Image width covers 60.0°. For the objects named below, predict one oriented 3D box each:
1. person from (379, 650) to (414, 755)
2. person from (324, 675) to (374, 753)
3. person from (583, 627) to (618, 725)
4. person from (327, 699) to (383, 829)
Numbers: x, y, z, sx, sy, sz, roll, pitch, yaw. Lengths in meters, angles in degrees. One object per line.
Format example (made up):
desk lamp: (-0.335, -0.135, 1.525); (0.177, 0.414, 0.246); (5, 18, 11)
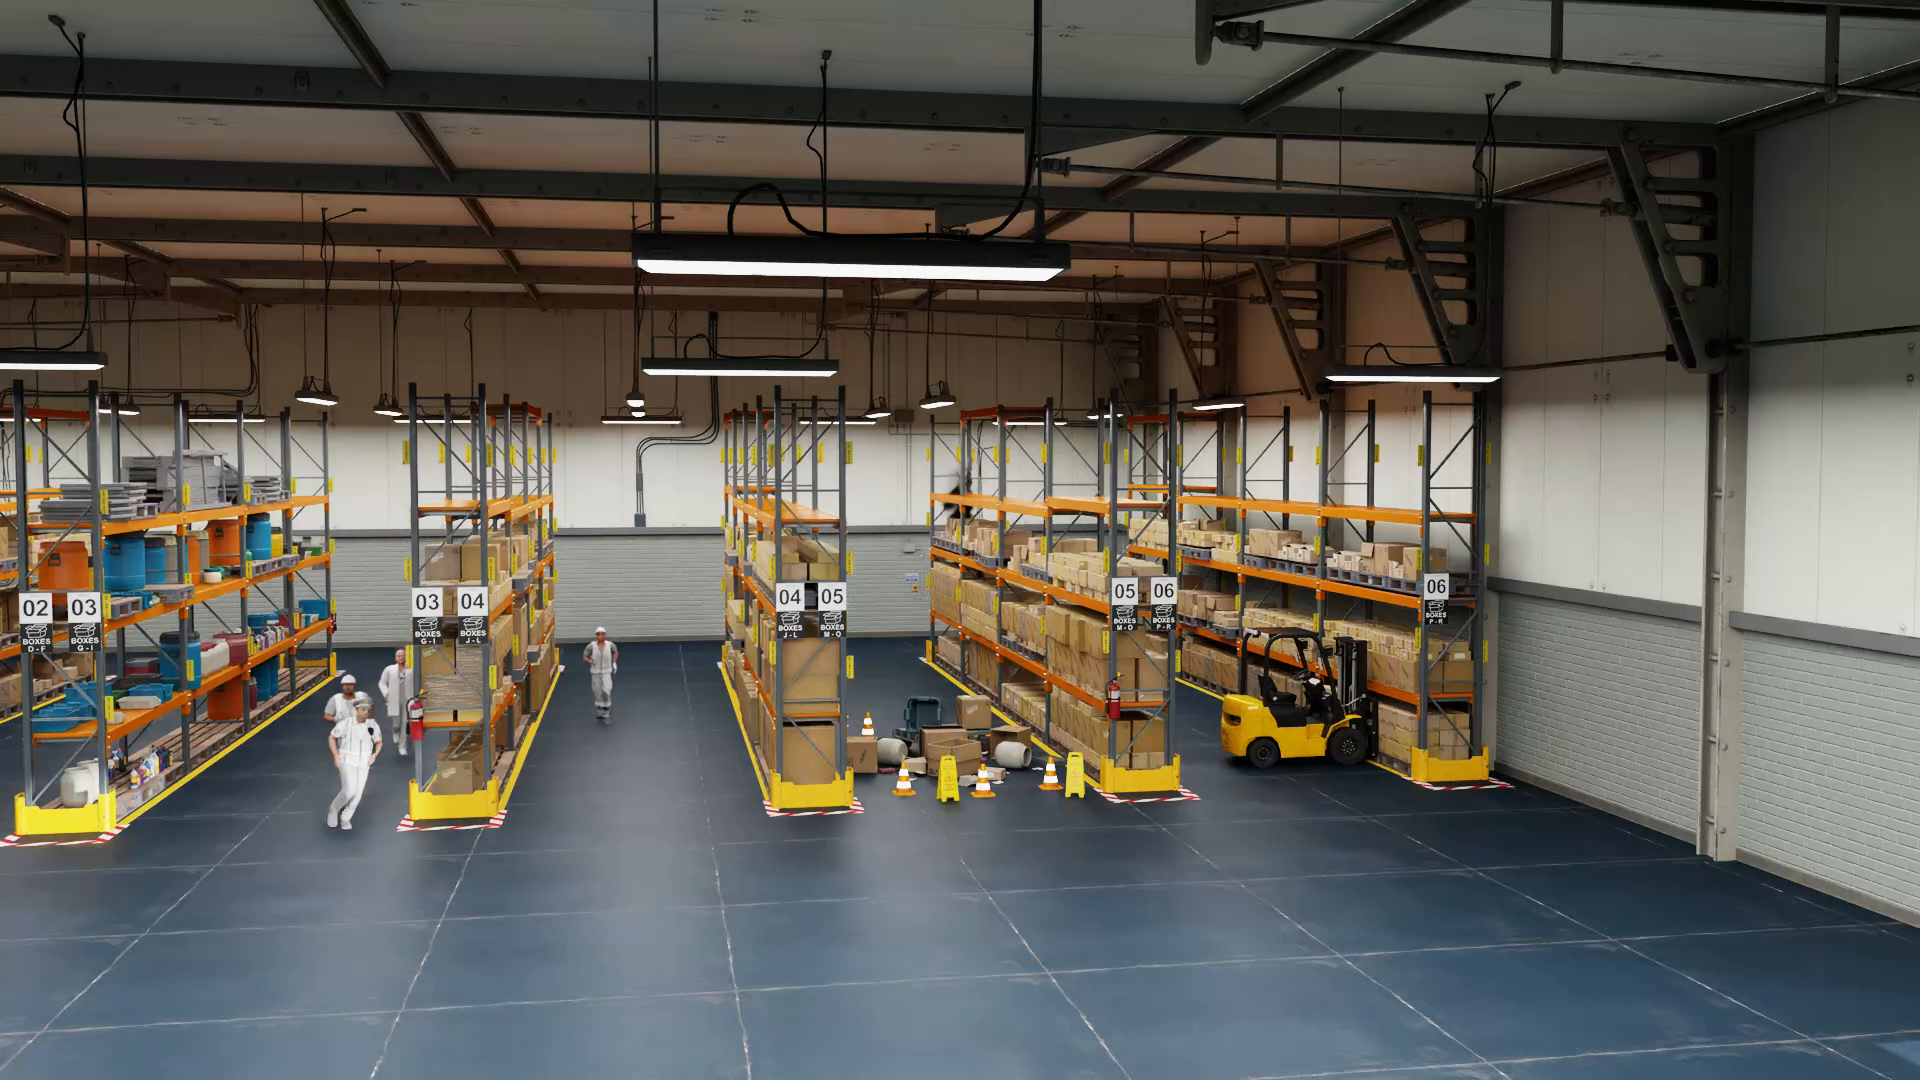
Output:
person: (-9.408, 2.719, 28.029); (0.711, 1.743, 0.756); (-1, 3, -22)
person: (-8.886, 2.849, 24.207); (0.679, 1.788, 0.976); (-1, 3, -16)
person: (-6.731, 2.543, 31.117); (0.633, 1.839, 0.777); (-1, 3, -11)
person: (-8.119, 3.004, 22.391); (0.722, 1.722, 0.548); (-2, 4, -40)
